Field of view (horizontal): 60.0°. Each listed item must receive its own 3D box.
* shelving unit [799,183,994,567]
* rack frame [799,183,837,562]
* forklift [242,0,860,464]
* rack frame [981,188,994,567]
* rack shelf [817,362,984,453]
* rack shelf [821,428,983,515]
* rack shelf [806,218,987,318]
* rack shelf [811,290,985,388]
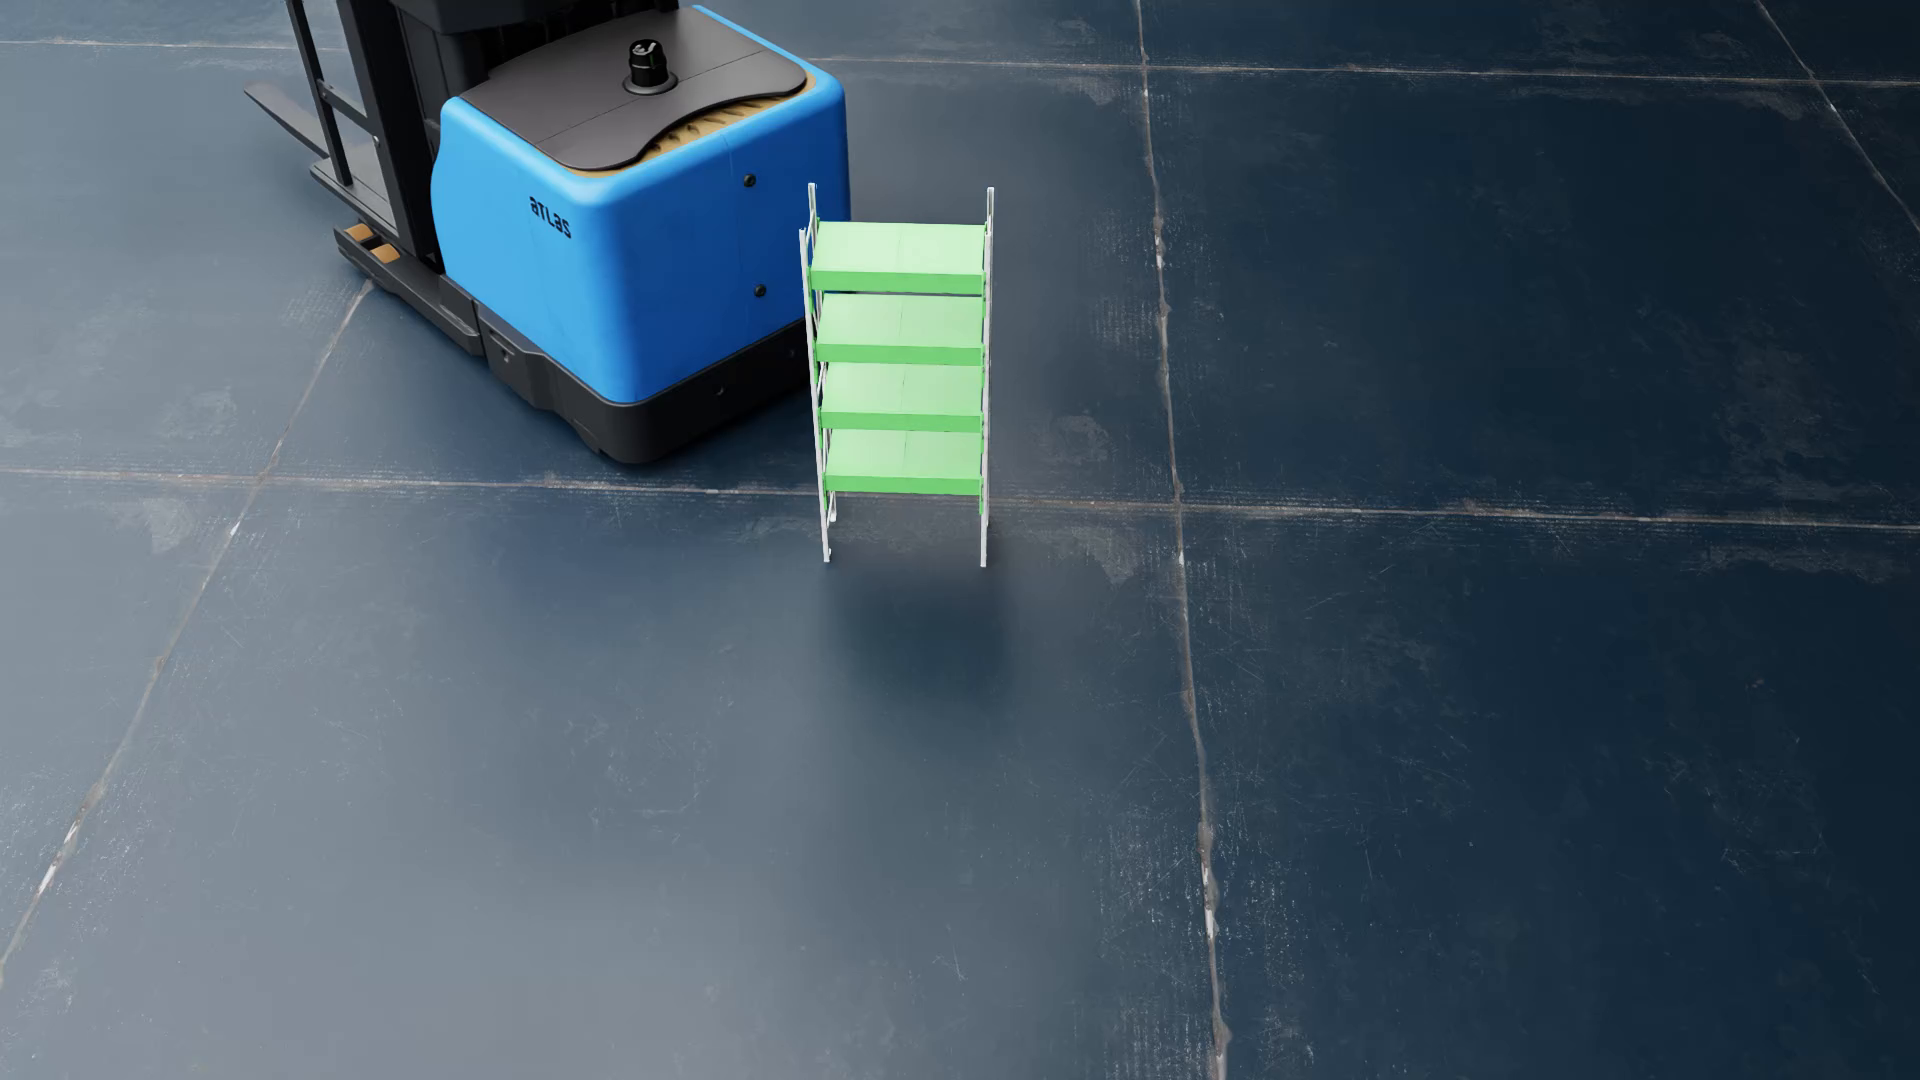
[{"bbox_3d":[-0.165,-0.444,4.846,0.503,1.200,0.258,2,43,2],"label":"shelving unit"},{"bbox_3d":[-0.409,-0.452,4.855,0.015,1.200,0.240,2,43,2],"label":"rack frame"},{"bbox_3d":[-1.727,-2.230,5.494,1.130,2.935,3.031,-33,52,-30],"label":"forklift"},{"bbox_3d":[0.078,-0.437,4.838,0.015,1.200,0.240,2,43,2],"label":"rack frame"},{"bbox_3d":[-0.165,-0.397,4.890,0.480,0.148,0.258,2,43,2],"label":"rack shelf"},{"bbox_3d":[-0.165,-0.222,5.054,0.480,0.148,0.258,2,43,2],"label":"rack shelf"},{"bbox_3d":[-0.165,-0.749,4.563,0.480,0.148,0.258,2,43,2],"label":"rack shelf"},{"bbox_3d":[-0.165,-0.573,4.726,0.480,0.148,0.258,2,43,2],"label":"rack shelf"}]
